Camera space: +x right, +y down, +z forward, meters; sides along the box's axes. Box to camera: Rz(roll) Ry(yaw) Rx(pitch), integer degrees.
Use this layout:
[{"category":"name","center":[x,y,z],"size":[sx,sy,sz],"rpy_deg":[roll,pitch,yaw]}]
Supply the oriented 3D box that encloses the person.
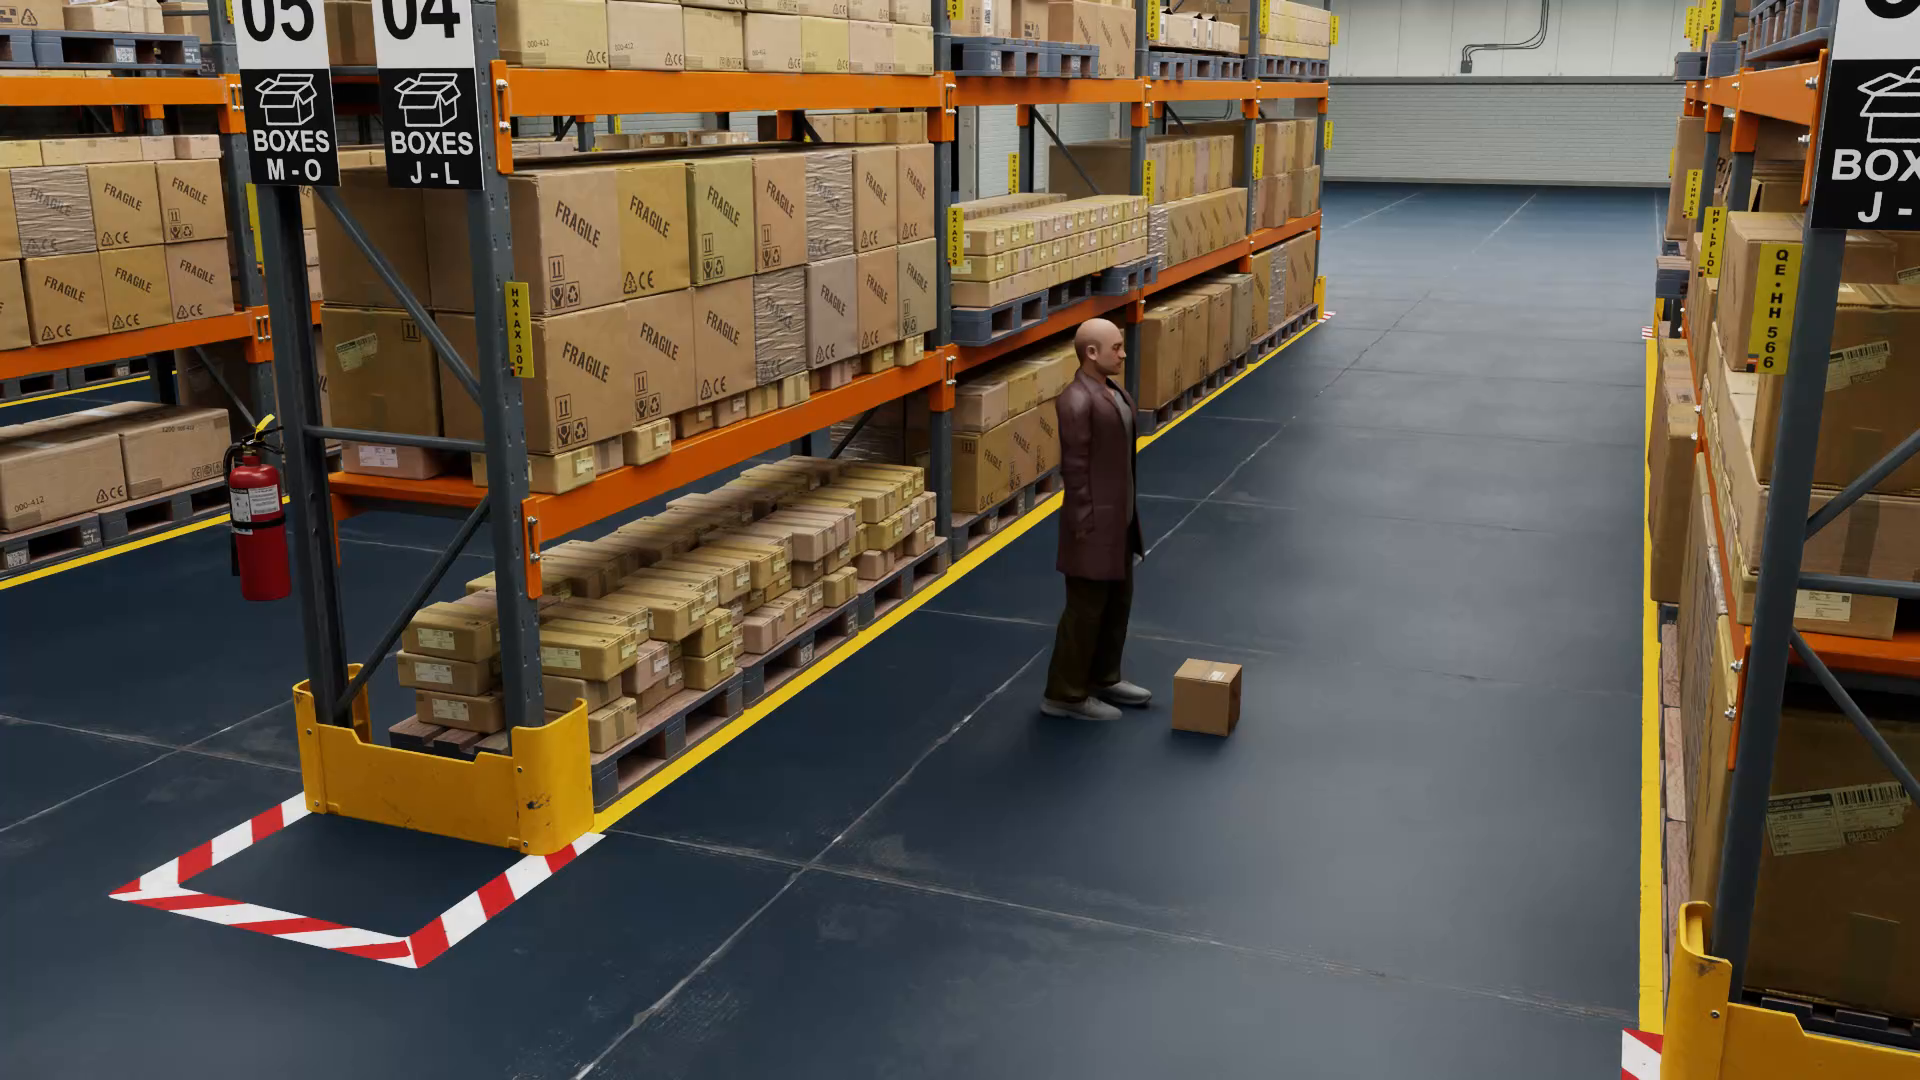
[{"category":"person","center":[0.637,-0.085,7.399],"size":[0.440,1.795,0.568],"rpy_deg":[6,16,23]}]
